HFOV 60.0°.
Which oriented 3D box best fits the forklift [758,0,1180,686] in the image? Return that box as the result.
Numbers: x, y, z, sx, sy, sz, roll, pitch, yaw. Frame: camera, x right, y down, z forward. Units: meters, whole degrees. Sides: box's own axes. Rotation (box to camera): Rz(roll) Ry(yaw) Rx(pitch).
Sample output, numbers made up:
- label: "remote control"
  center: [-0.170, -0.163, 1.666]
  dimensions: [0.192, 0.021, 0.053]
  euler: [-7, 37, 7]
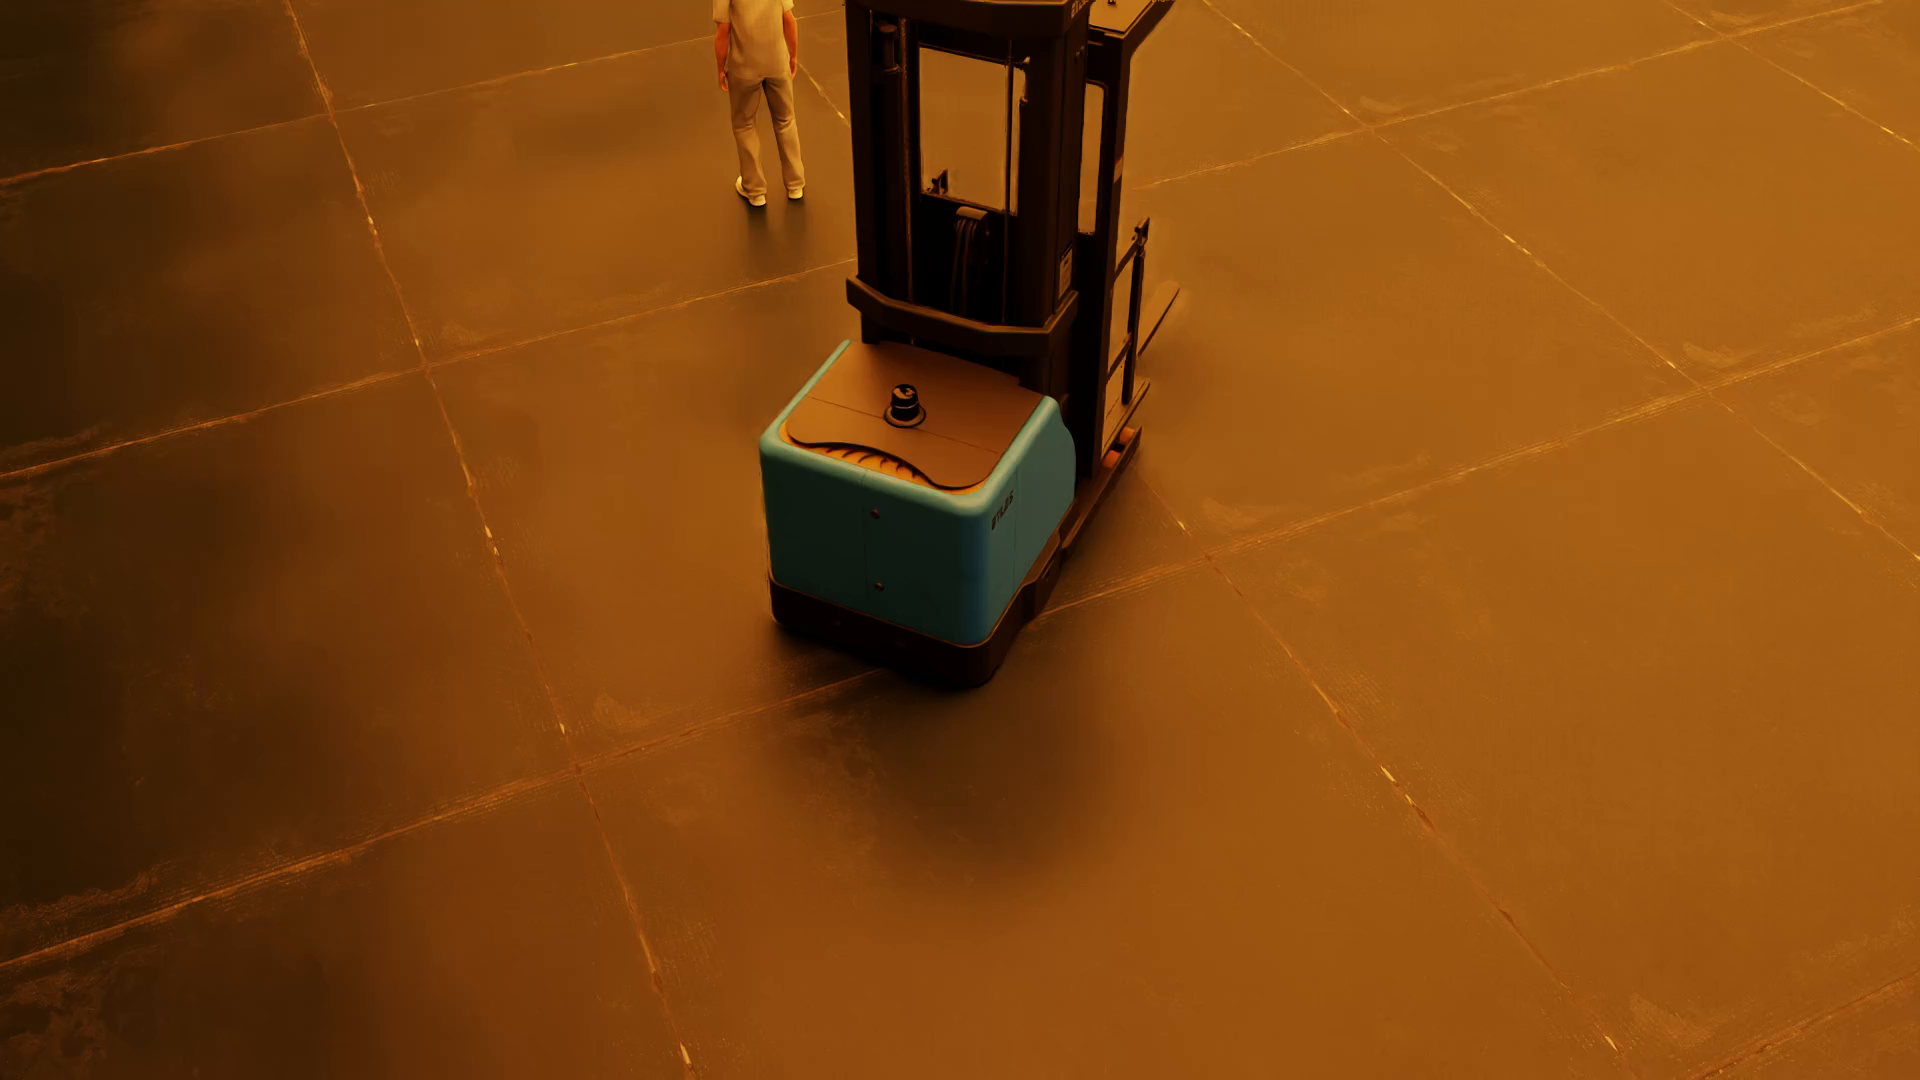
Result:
- label: "forklift"
  center: [0.245, -1.461, 7.246]
  dimensions: [1.130, 2.935, 3.031]
  euler: [18, 46, 18]

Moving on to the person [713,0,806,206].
- label: "person"
  center: [-1.155, -2.705, 9.503]
  dimensions: [0.493, 1.672, 0.363]
  euler: [-15, 45, -15]
